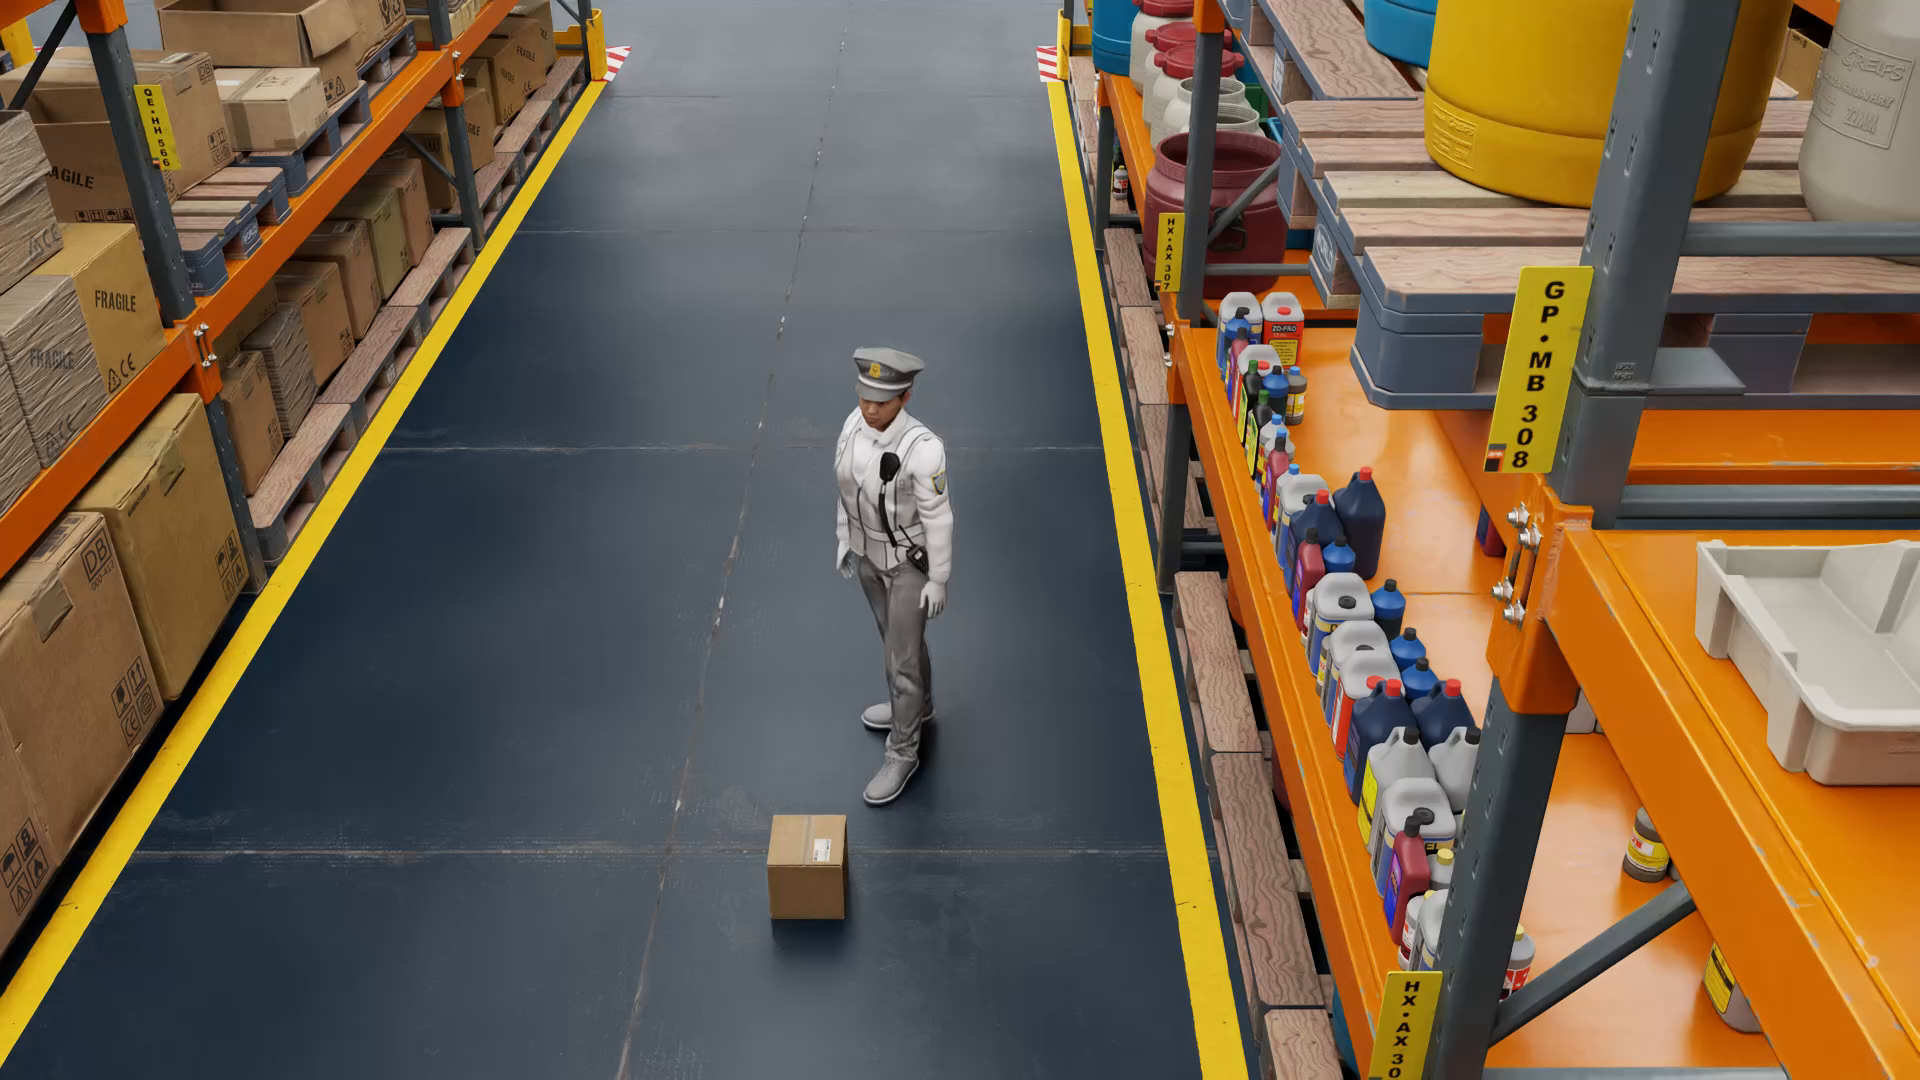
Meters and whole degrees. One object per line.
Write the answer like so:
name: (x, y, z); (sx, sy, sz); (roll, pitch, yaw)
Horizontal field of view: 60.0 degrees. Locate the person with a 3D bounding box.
person: (-0.281, 0.086, 5.964); (0.521, 1.681, 0.524); (-24, 39, -33)
